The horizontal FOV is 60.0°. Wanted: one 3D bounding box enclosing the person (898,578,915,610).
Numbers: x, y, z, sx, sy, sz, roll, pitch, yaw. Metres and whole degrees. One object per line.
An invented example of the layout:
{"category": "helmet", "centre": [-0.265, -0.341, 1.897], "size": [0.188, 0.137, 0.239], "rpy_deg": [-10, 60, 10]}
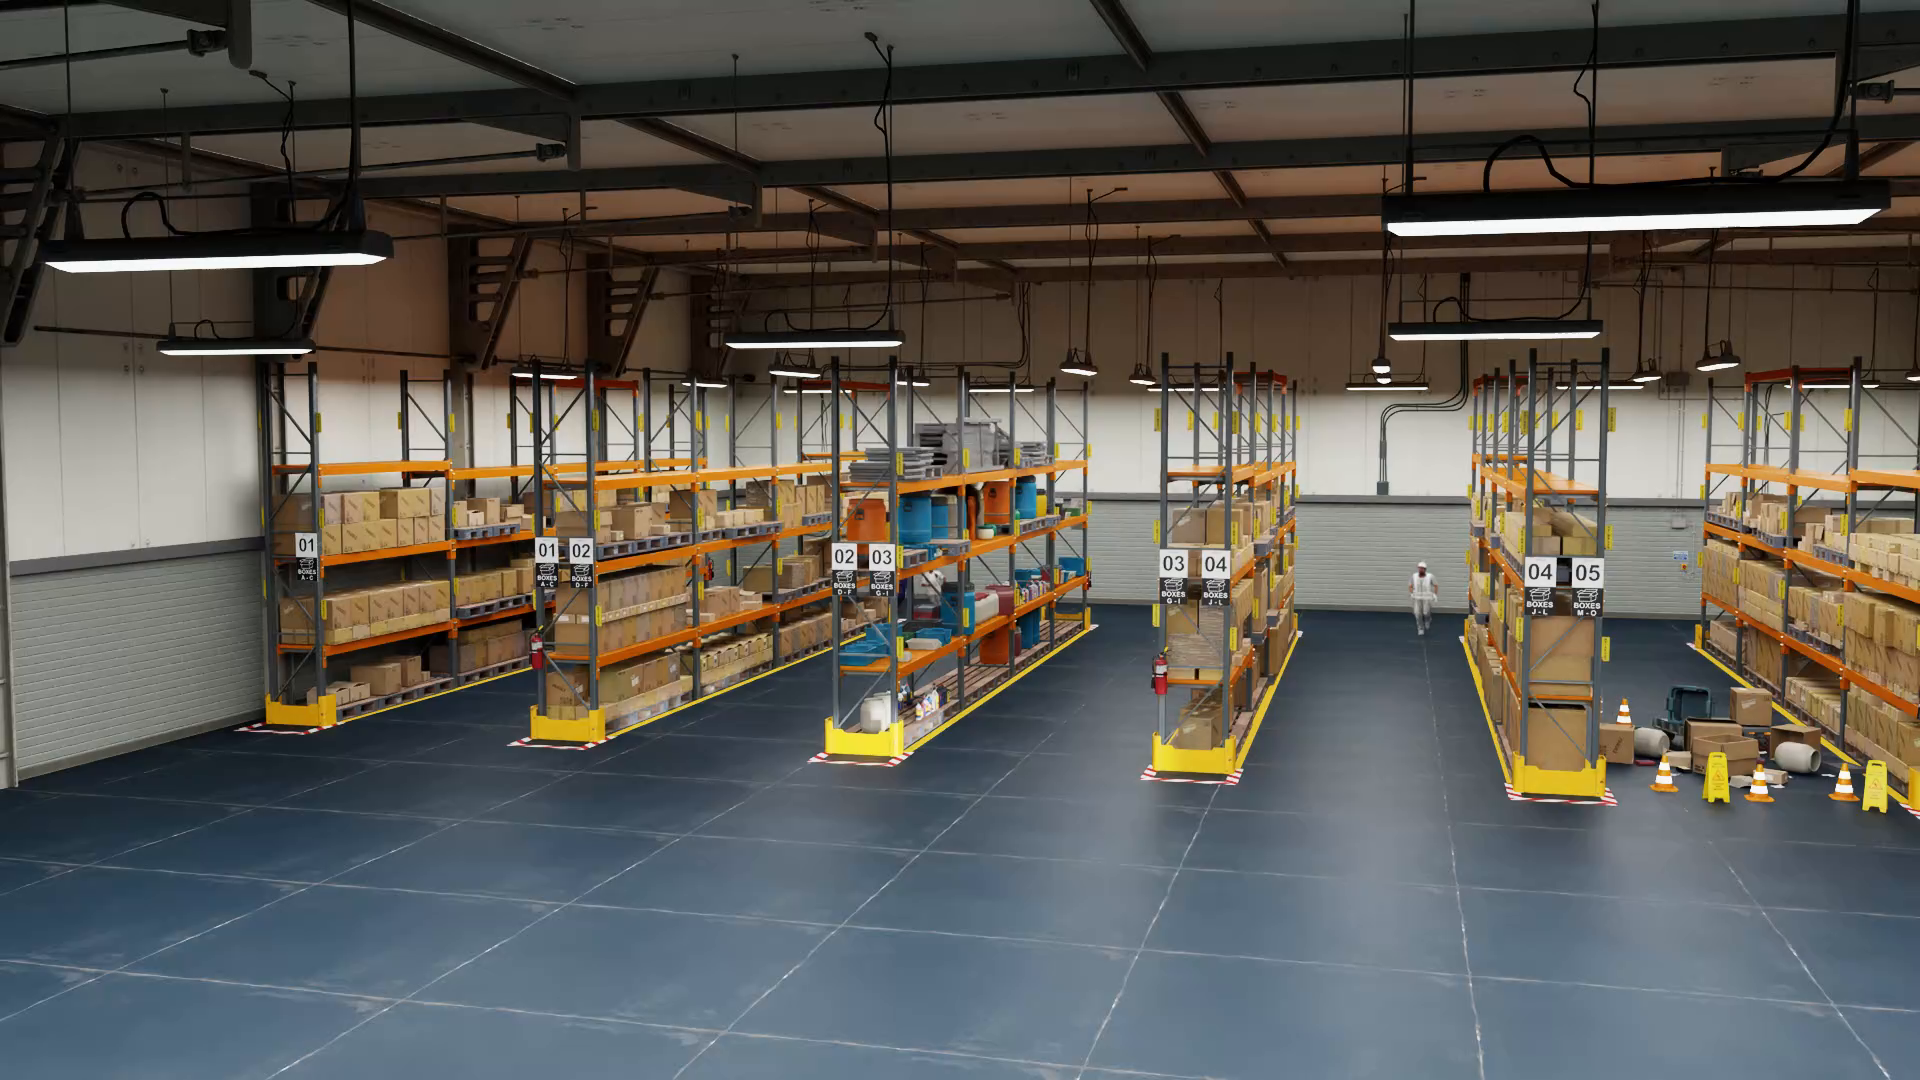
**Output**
{"category": "person", "centre": [-1.424, 1.102, 43.678], "size": [0.610, 1.660, 0.862], "rpy_deg": [-2, 5, -31]}

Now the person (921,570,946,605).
{"category": "person", "centre": [-0.595, 1.341, 40.595], "size": [0.704, 1.695, 0.698], "rpy_deg": [0, 4, 6]}

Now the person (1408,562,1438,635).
{"category": "person", "centre": [10.906, 1.384, 39.212], "size": [0.673, 1.724, 0.633], "rpy_deg": [2, 4, 22]}
